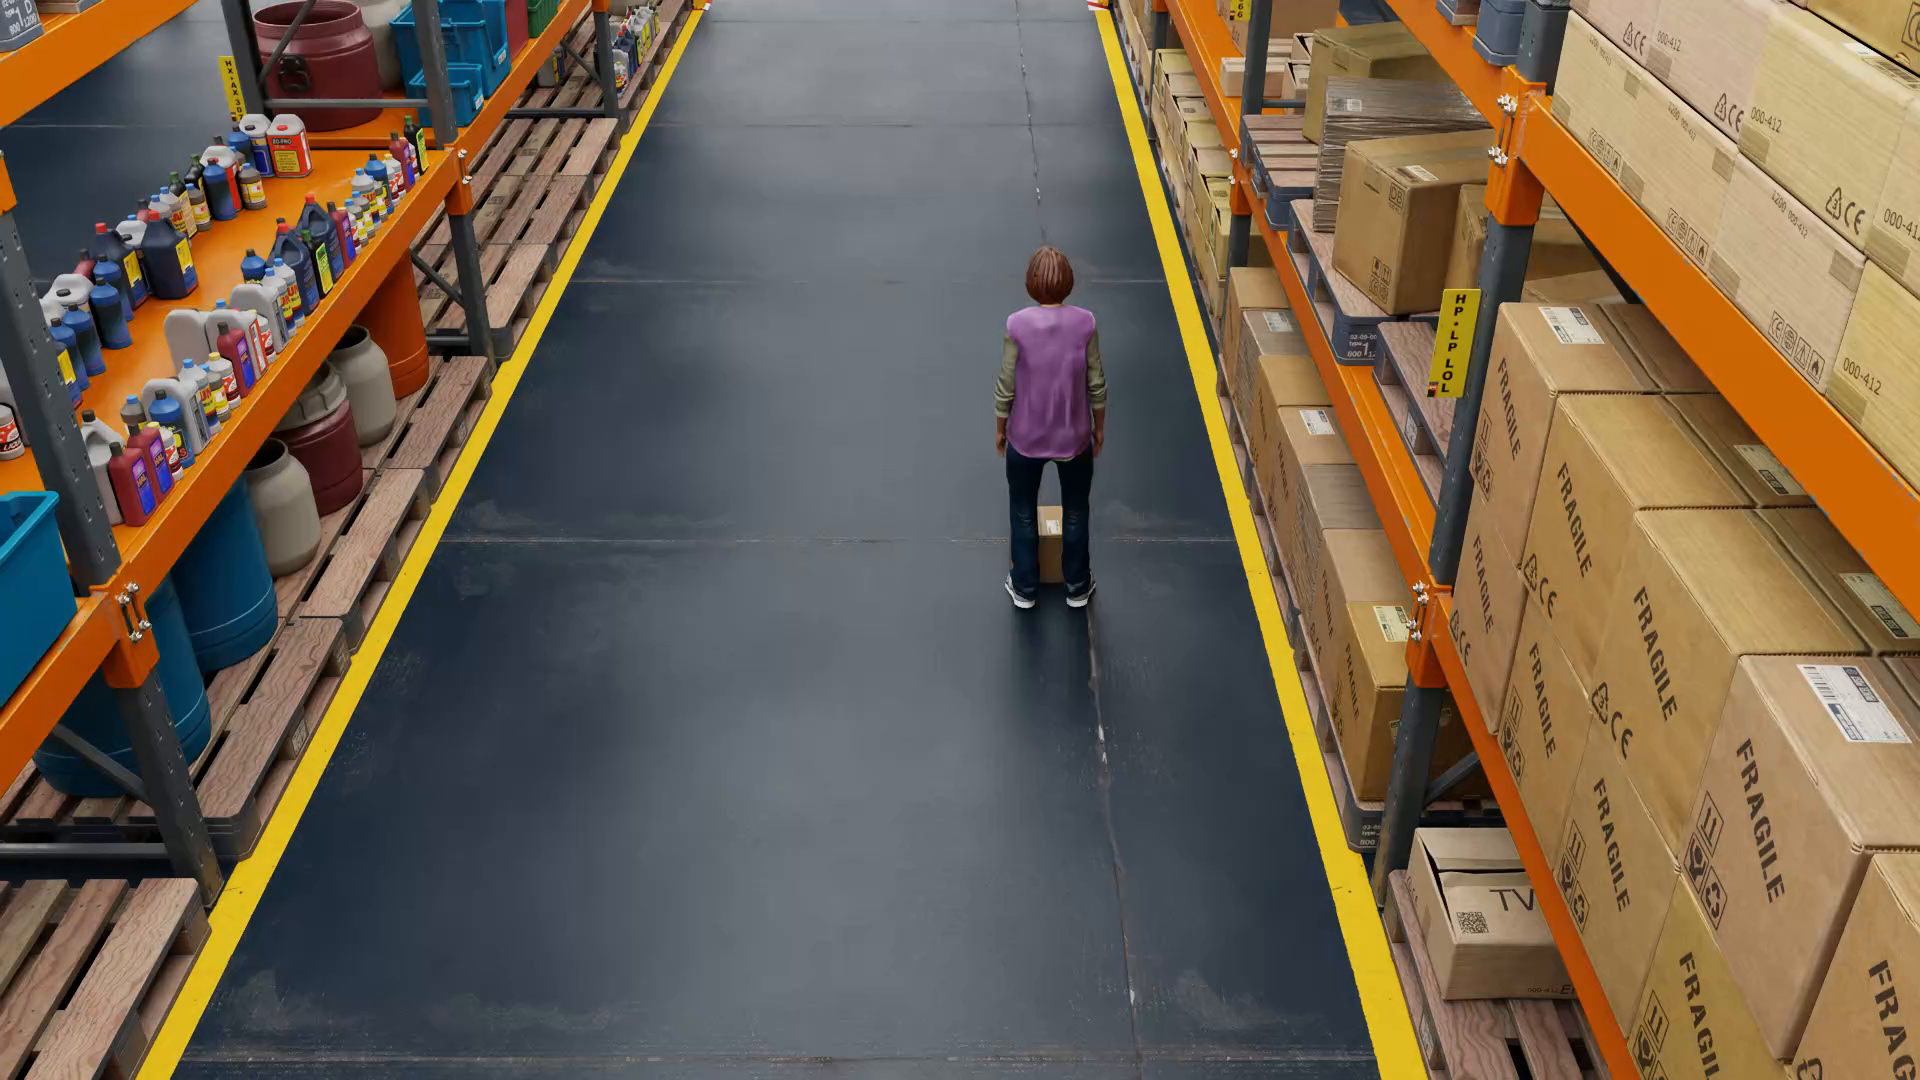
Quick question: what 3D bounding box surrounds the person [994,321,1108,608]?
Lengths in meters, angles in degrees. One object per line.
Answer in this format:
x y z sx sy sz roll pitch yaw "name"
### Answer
0.366 -0.322 6.889 0.459 1.352 0.324 -1 32 -1 "person"
